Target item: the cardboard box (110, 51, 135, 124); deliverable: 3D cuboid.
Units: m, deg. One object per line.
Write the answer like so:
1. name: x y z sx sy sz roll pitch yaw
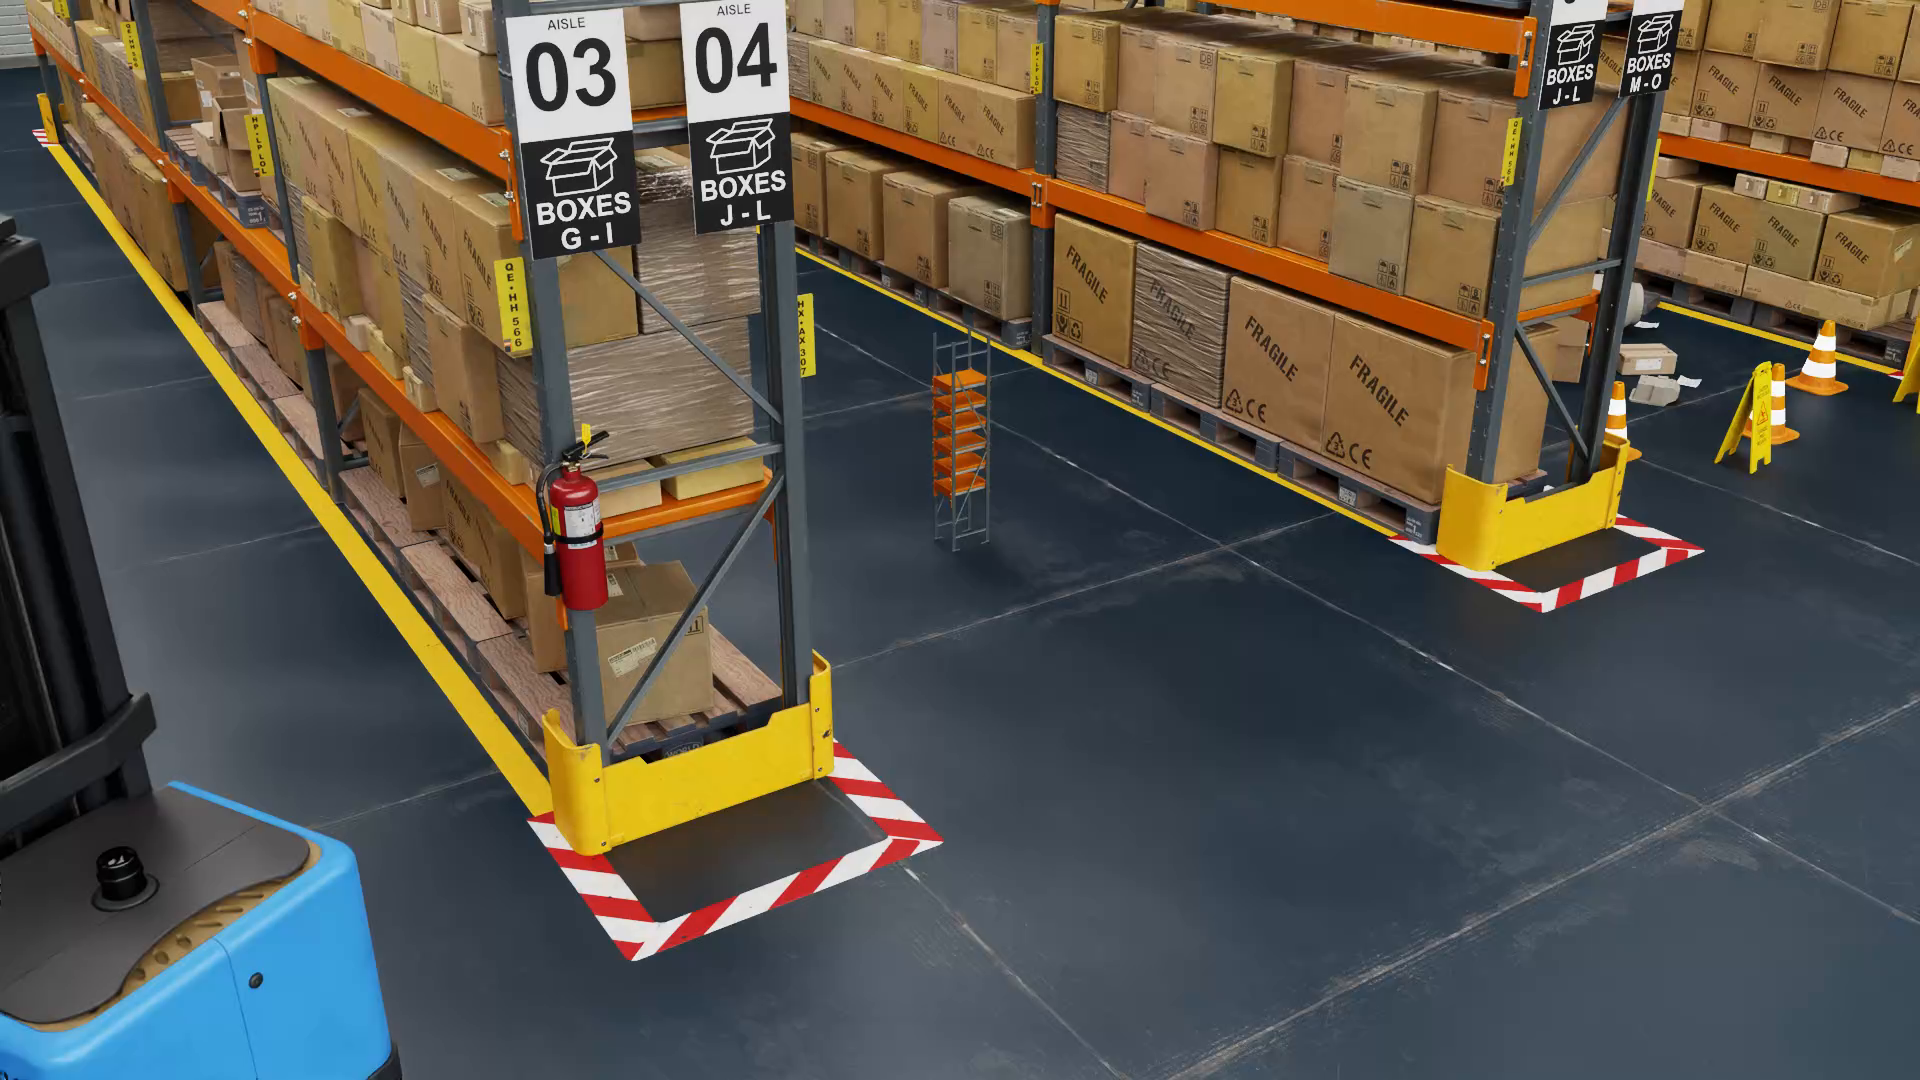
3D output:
1. cardboard box: -6.457 -3.653 13.357 0.500 0.500 0.500 -17 30 -31

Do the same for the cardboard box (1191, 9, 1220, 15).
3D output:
1. cardboard box: 2.383 -5.486 17.533 0.500 0.250 0.500 -17 30 -31

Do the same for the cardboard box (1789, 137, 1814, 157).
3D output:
1. cardboard box: 6.320 -2.913 12.202 0.380 0.149 0.250 -15 29 -29

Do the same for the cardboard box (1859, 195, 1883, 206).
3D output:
1. cardboard box: 6.733 -2.405 12.681 0.500 0.500 0.500 -17 30 -31

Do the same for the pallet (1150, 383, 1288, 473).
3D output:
1. pallet: 1.988 -0.825 10.751 1.003 0.211 1.213 -16 29 -30

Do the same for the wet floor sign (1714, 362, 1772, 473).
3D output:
1. wet floor sign: 4.827 -0.769 10.123 0.267 0.644 0.232 -22 33 -38

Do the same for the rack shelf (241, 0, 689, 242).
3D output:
1. rack shelf: -2.151 -2.009 7.321 1.077 0.370 4.000 -16 29 -30

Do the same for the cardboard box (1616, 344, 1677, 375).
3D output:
1. cardboard box: 4.837 -1.281 11.789 0.380 0.149 0.250 -1 25 -3

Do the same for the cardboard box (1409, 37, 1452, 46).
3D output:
1. cardboard box: 4.344 -4.661 14.653 0.500 0.500 0.500 -15 29 -29

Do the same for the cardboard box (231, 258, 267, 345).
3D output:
1. cardboard box: -4.730 -1.762 11.882 0.700 0.500 0.500 -18 31 -34

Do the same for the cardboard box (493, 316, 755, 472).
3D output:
1. cardboard box: -1.336 -0.645 6.638 0.875 0.500 0.500 -16 29 -30

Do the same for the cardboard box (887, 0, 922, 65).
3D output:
1. cardboard box: -0.140 -4.032 12.989 0.700 0.500 0.500 -16 30 -30

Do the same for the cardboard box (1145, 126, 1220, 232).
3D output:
1. cardboard box: 1.695 -2.340 10.517 0.875 0.550 0.550 -16 29 -30

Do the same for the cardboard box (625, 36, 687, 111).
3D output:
1. cardboard box: -1.105 -1.784 6.177 0.500 0.250 0.500 -15 29 -28

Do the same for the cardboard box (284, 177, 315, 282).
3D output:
1. cardboard box: -3.049 -1.698 8.867 0.875 0.500 0.500 -16 29 -30

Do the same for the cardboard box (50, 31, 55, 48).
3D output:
1. cardboard box: -8.891 -5.025 16.674 0.380 0.149 0.250 -15 29 -29

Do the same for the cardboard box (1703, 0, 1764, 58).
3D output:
1. cardboard box: 5.992 -3.888 12.335 0.700 0.500 0.500 -16 29 -30

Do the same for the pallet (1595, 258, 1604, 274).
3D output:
1. pallet: 5.457 -2.510 14.319 1.003 0.211 1.213 -16 29 -30

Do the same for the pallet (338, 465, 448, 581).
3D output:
1. pallet: -2.846 -0.200 9.427 1.003 0.211 1.213 -16 29 -30

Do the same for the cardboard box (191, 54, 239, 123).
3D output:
1. cardboard box: -5.098 -3.175 11.854 0.500 0.500 0.500 -20 32 -36

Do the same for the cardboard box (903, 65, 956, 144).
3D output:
1. cardboard box: -0.092 -3.344 12.703 0.500 0.500 0.500 -15 29 -29

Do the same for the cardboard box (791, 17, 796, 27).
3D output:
1. cardboard box: -1.311 -4.674 15.092 0.380 0.149 0.250 -14 29 -27

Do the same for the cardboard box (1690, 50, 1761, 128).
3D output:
1. cardboard box: 5.916 -3.427 12.531 0.500 0.500 0.500 -15 29 -29

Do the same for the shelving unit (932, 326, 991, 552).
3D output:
1. shelving unit: 0.008 -0.537 8.983 0.258 1.200 0.189 -16 29 -30

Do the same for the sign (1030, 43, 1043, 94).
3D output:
1. sign: 0.519 -3.171 11.190 0.100 0.325 0.005 -16 29 -30

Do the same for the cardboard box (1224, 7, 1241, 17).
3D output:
1. cardboard box: 2.899 -5.350 16.872 0.380 0.149 0.250 -17 30 -32

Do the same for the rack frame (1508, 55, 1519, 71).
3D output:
1. rack frame: 5.061 -4.003 14.215 1.000 3.000 0.127 -16 29 -30

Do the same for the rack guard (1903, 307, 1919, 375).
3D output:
1. rack guard: 7.203 -1.469 11.776 1.175 0.500 0.348 -16 29 -30

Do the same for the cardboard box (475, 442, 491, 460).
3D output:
1. cardboard box: -1.827 -0.463 7.011 0.380 0.149 0.250 -16 29 -30

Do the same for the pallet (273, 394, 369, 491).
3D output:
1. pallet: -3.669 -0.710 10.508 1.003 0.211 1.213 -16 29 -30

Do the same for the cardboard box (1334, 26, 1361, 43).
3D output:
1. cardboard box: 3.740 -4.761 15.624 0.380 0.149 0.250 -15 29 -28

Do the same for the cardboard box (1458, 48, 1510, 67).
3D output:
1. cardboard box: 4.548 -4.199 14.433 0.380 0.149 0.250 -15 29 -29

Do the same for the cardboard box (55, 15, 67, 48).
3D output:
1. cardboard box: -8.355 -4.903 15.949 0.500 0.250 0.500 -15 29 -28

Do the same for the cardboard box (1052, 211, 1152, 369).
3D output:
1. cardboard box: 1.253 -1.801 11.548 0.875 0.875 0.875 -15 29 -29

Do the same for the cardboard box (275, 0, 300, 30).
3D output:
1. cardboard box: -2.918 -2.573 7.849 0.500 0.250 0.500 -16 30 -30

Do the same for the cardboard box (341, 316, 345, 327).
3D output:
1. cardboard box: -2.948 -1.170 8.509 0.380 0.149 0.250 -16 29 -30

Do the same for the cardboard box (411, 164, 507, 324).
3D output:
1. cardboard box: -1.844 -1.211 6.665 0.500 0.500 0.500 -16 29 -30

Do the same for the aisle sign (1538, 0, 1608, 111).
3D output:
1. aisle sign: 2.939 -2.463 7.908 0.394 0.787 0.004 -16 29 -30

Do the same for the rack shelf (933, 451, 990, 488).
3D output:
1. rack shelf: 0.008 -0.389 9.053 0.258 0.103 0.180 -16 29 -30

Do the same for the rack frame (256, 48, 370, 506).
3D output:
1. rack frame: -3.243 -1.693 9.323 1.000 3.000 0.127 -16 29 -30

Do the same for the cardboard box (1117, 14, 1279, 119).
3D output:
1. cardboard box: 1.539 -3.060 10.777 0.875 0.550 0.550 -16 29 -30

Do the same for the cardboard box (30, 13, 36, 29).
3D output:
1. cardboard box: -9.735 -5.577 17.843 0.380 0.149 0.250 -16 30 -30

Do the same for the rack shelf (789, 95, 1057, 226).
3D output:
1. rack shelf: -0.123 -3.203 13.364 1.077 0.370 4.000 -16 29 -30

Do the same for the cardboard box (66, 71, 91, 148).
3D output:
1. cardboard box: -8.880 -4.679 17.644 0.875 0.875 0.875 -16 29 -30

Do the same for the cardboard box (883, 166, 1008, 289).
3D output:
1. cardboard box: 0.031 -2.533 13.245 1.050 0.750 0.750 -16 29 -30

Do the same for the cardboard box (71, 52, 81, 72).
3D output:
1. cardboard box: -8.051 -4.474 15.508 0.380 0.149 0.250 -15 29 -29

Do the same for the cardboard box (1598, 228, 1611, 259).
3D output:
1. cardboard box: 5.457 -2.487 13.734 0.500 0.250 0.500 -14 29 -27

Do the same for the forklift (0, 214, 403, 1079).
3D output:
1. forklift: -3.297 0.430 4.906 3.031 2.935 1.130 12 28 25

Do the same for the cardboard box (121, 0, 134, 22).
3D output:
1. cardboard box: -6.165 -4.122 13.176 0.797 0.503 0.637 -15 29 -28

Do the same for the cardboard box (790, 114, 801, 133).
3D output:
1. cardboard box: -1.808 -3.826 15.399 0.500 0.250 0.500 -16 30 -31

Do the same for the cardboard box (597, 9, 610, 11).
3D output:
1. cardboard box: -1.317 -2.061 6.297 0.380 0.149 0.250 -16 30 -30

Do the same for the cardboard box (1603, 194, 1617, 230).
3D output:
1. cardboard box: 5.459 -2.826 13.573 0.500 0.500 0.500 -14 29 -28

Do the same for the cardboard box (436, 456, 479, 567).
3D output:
1. cardboard box: -2.334 -0.194 8.583 0.500 0.500 0.500 -19 31 -34
